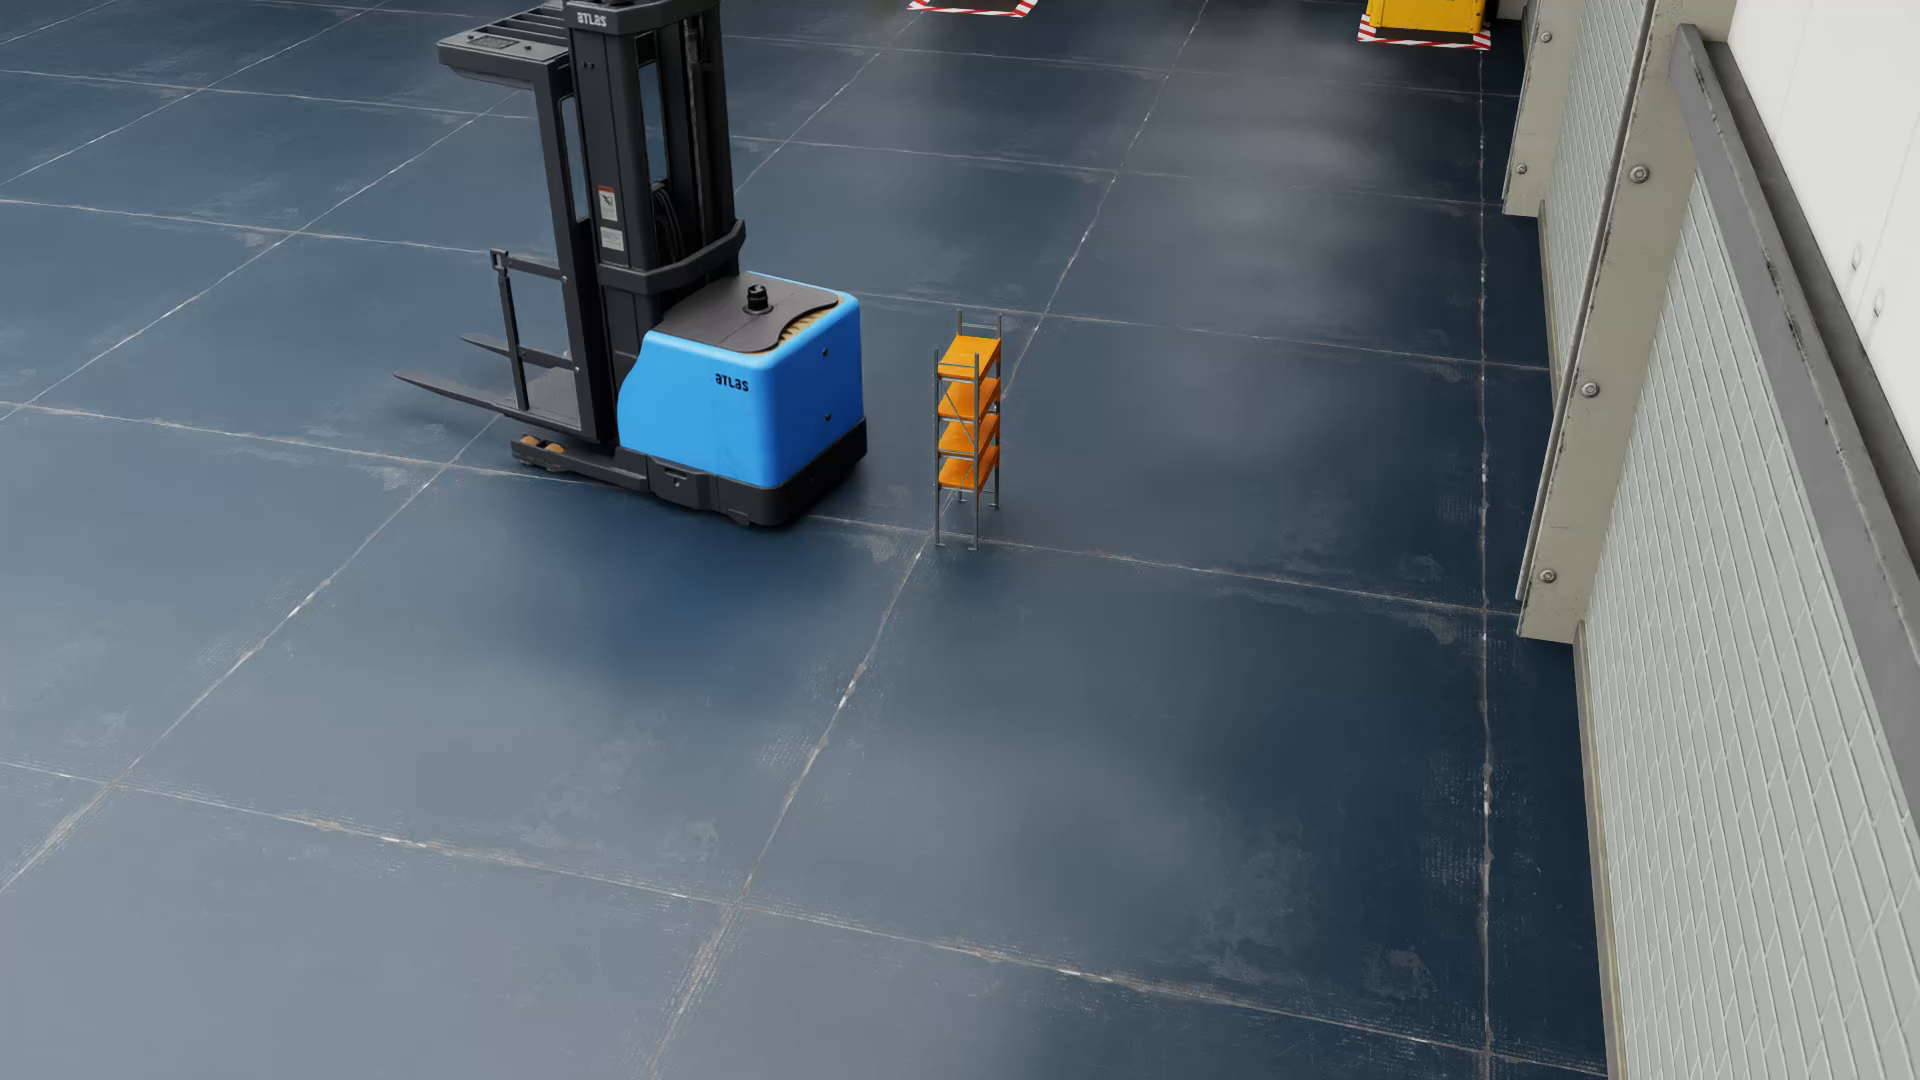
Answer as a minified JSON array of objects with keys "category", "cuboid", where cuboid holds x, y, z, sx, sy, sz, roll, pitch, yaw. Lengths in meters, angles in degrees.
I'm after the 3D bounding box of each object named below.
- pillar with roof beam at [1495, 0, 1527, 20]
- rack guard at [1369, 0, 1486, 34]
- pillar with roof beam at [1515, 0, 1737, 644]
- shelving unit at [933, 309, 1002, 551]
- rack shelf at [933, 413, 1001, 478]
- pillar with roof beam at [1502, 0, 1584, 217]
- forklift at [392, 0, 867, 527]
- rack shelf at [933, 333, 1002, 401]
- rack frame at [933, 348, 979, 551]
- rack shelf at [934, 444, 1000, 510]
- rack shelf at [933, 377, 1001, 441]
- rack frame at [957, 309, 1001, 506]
[{"category":"pillar with roof beam","cuboid":[1.922,-10.203,16.912,9.100,9.000,0.400,8,33,12]},{"category":"rack guard","cuboid":[5.031,-5.780,17.875,1.175,0.500,0.348,8,33,12]},{"category":"pillar with roof beam","cuboid":[-1.123,-3.976,7.117,9.100,9.000,0.400,8,33,12]},{"category":"shelving unit","cuboid":[0.042,-0.592,9.063,0.258,1.200,0.503,8,33,12]},{"category":"rack shelf","cuboid":[0.042,-0.535,9.099,0.258,0.148,0.480,8,33,12]},{"category":"pillar with roof beam","cuboid":[0.399,-7.090,12.015,9.100,9.000,0.400,8,33,12]},{"category":"forklift","cuboid":[-2.097,-1.870,9.459,3.031,2.935,1.130,16,36,24]},{"category":"rack shelf","cuboid":[0.042,-0.924,8.852,0.258,0.148,0.480,8,33,12]},{"category":"rack frame","cuboid":[-0.020,-0.466,8.864,0.240,1.200,0.015,8,33,12]},{"category":"rack shelf","cuboid":[0.042,-0.368,9.206,0.258,0.148,0.480,8,33,12]},{"category":"rack shelf","cuboid":[0.042,-0.724,8.979,0.258,0.148,0.480,8,33,12]},{"category":"rack frame","cuboid":[0.104,-0.719,9.262,0.240,1.200,0.015,8,33,12]}]
